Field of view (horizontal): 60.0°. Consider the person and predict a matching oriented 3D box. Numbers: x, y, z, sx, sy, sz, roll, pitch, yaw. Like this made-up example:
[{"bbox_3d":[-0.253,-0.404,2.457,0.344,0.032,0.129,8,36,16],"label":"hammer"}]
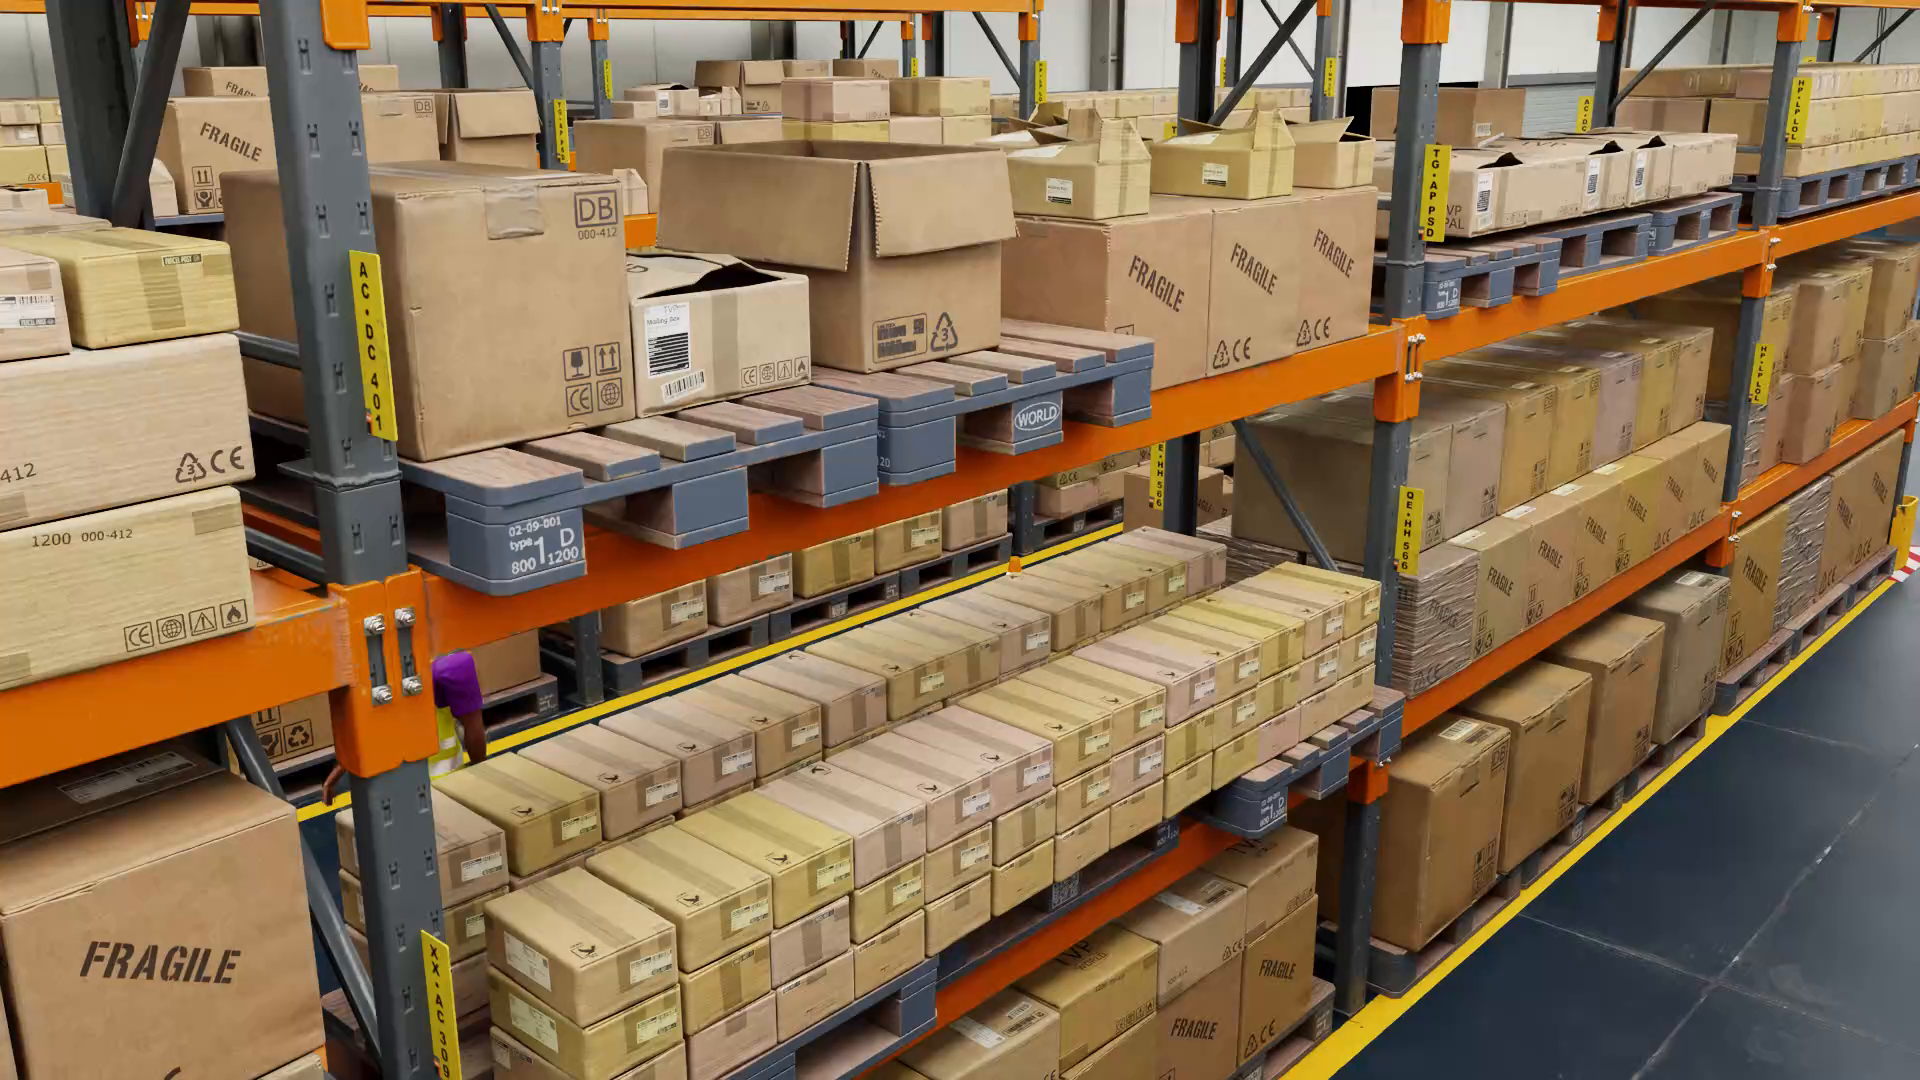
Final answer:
[{"bbox_3d":[-2.287,0.952,6.861,0.569,1.725,1.021,10,20,30],"label":"person"}]
